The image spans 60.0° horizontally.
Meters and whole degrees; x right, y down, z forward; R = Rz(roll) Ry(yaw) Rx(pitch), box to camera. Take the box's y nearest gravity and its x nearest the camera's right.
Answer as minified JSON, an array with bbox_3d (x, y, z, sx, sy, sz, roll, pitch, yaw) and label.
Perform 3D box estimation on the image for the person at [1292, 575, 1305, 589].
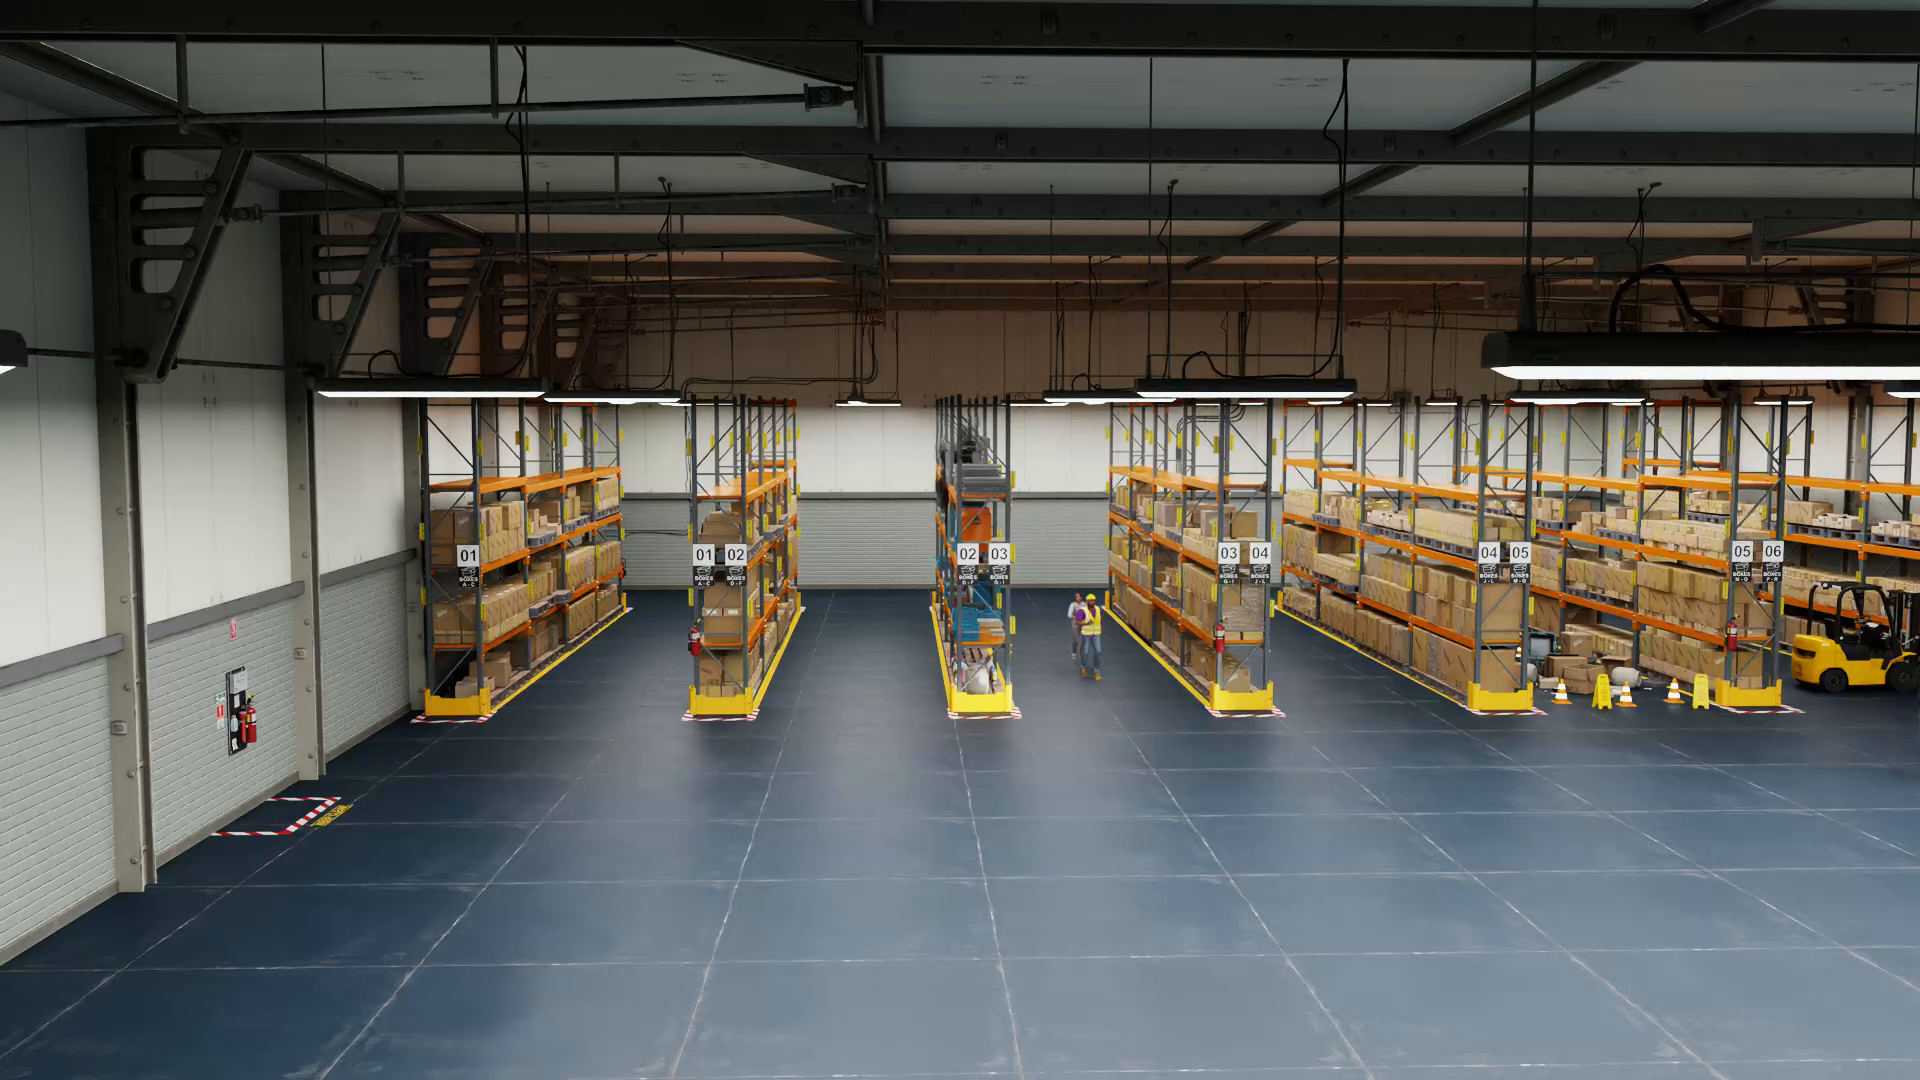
[{"bbox_3d":[10.044,1.000,49.067,0.759,1.861,0.693,0,5,-3],"label":"person"}]

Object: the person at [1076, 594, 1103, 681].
[{"bbox_3d":[2.763,2.057,35.357,0.689,1.841,0.810,-1,5,-15],"label":"person"}]

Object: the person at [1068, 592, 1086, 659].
[{"bbox_3d":[2.691,1.979,37.582,0.541,1.625,0.732,-1,5,-7],"label":"person"}]
